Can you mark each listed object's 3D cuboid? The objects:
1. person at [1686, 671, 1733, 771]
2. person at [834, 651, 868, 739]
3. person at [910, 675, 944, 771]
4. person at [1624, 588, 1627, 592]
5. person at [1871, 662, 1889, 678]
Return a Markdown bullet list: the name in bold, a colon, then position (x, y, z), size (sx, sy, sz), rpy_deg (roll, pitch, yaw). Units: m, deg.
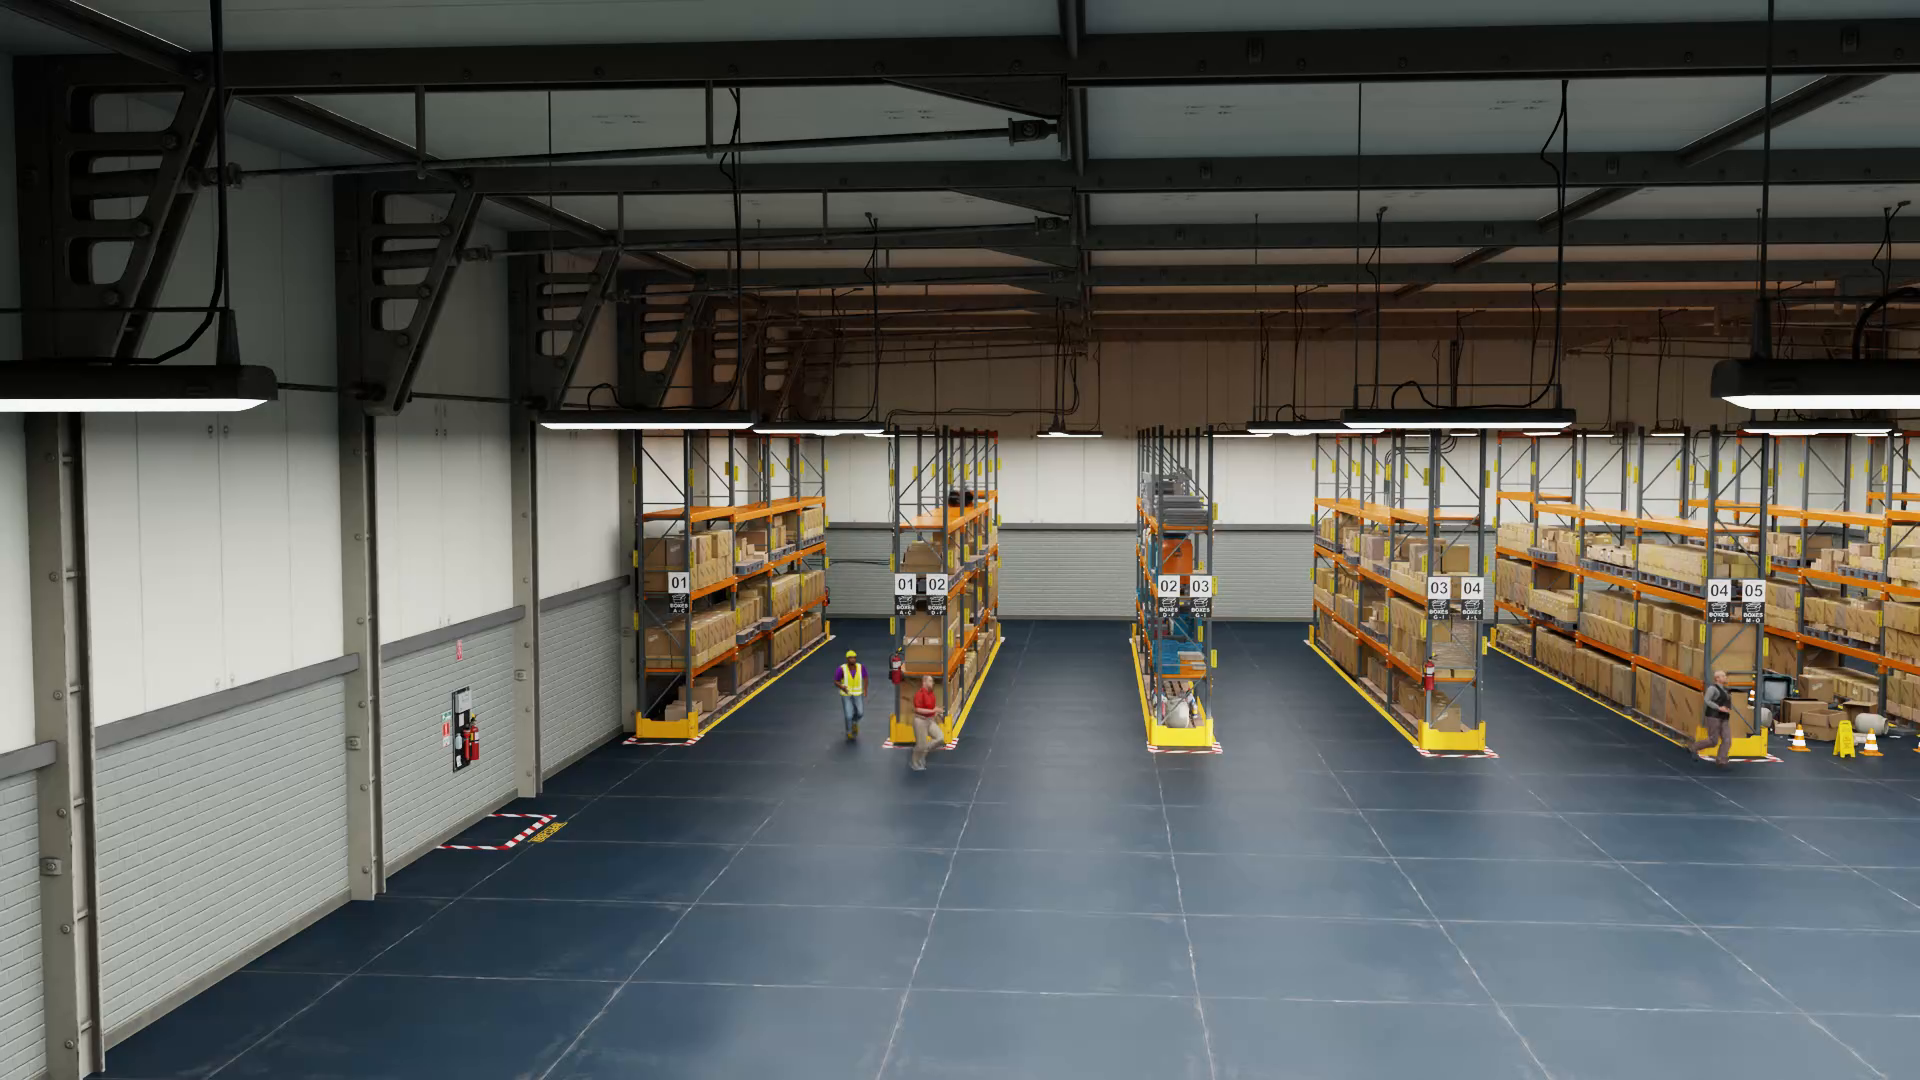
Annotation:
- **person**: position (13.196, 3.136, 29.070), size (0.674, 1.716, 0.807), rpy_deg (-3, 4, -36)
- **person**: position (-2.053, 2.962, 31.786), size (0.702, 1.709, 0.616), rpy_deg (-1, 4, -16)
- **person**: position (-0.566, 3.150, 28.641), size (0.748, 1.677, 0.703), rpy_deg (2, 4, 31)
- **person**: position (19.173, 2.147, 47.236), size (0.919, 1.573, 0.624), rpy_deg (1, 4, 13)
- **person**: position (22.191, 2.489, 40.115), size (0.575, 1.627, 0.599), rpy_deg (0, 3, -2)
